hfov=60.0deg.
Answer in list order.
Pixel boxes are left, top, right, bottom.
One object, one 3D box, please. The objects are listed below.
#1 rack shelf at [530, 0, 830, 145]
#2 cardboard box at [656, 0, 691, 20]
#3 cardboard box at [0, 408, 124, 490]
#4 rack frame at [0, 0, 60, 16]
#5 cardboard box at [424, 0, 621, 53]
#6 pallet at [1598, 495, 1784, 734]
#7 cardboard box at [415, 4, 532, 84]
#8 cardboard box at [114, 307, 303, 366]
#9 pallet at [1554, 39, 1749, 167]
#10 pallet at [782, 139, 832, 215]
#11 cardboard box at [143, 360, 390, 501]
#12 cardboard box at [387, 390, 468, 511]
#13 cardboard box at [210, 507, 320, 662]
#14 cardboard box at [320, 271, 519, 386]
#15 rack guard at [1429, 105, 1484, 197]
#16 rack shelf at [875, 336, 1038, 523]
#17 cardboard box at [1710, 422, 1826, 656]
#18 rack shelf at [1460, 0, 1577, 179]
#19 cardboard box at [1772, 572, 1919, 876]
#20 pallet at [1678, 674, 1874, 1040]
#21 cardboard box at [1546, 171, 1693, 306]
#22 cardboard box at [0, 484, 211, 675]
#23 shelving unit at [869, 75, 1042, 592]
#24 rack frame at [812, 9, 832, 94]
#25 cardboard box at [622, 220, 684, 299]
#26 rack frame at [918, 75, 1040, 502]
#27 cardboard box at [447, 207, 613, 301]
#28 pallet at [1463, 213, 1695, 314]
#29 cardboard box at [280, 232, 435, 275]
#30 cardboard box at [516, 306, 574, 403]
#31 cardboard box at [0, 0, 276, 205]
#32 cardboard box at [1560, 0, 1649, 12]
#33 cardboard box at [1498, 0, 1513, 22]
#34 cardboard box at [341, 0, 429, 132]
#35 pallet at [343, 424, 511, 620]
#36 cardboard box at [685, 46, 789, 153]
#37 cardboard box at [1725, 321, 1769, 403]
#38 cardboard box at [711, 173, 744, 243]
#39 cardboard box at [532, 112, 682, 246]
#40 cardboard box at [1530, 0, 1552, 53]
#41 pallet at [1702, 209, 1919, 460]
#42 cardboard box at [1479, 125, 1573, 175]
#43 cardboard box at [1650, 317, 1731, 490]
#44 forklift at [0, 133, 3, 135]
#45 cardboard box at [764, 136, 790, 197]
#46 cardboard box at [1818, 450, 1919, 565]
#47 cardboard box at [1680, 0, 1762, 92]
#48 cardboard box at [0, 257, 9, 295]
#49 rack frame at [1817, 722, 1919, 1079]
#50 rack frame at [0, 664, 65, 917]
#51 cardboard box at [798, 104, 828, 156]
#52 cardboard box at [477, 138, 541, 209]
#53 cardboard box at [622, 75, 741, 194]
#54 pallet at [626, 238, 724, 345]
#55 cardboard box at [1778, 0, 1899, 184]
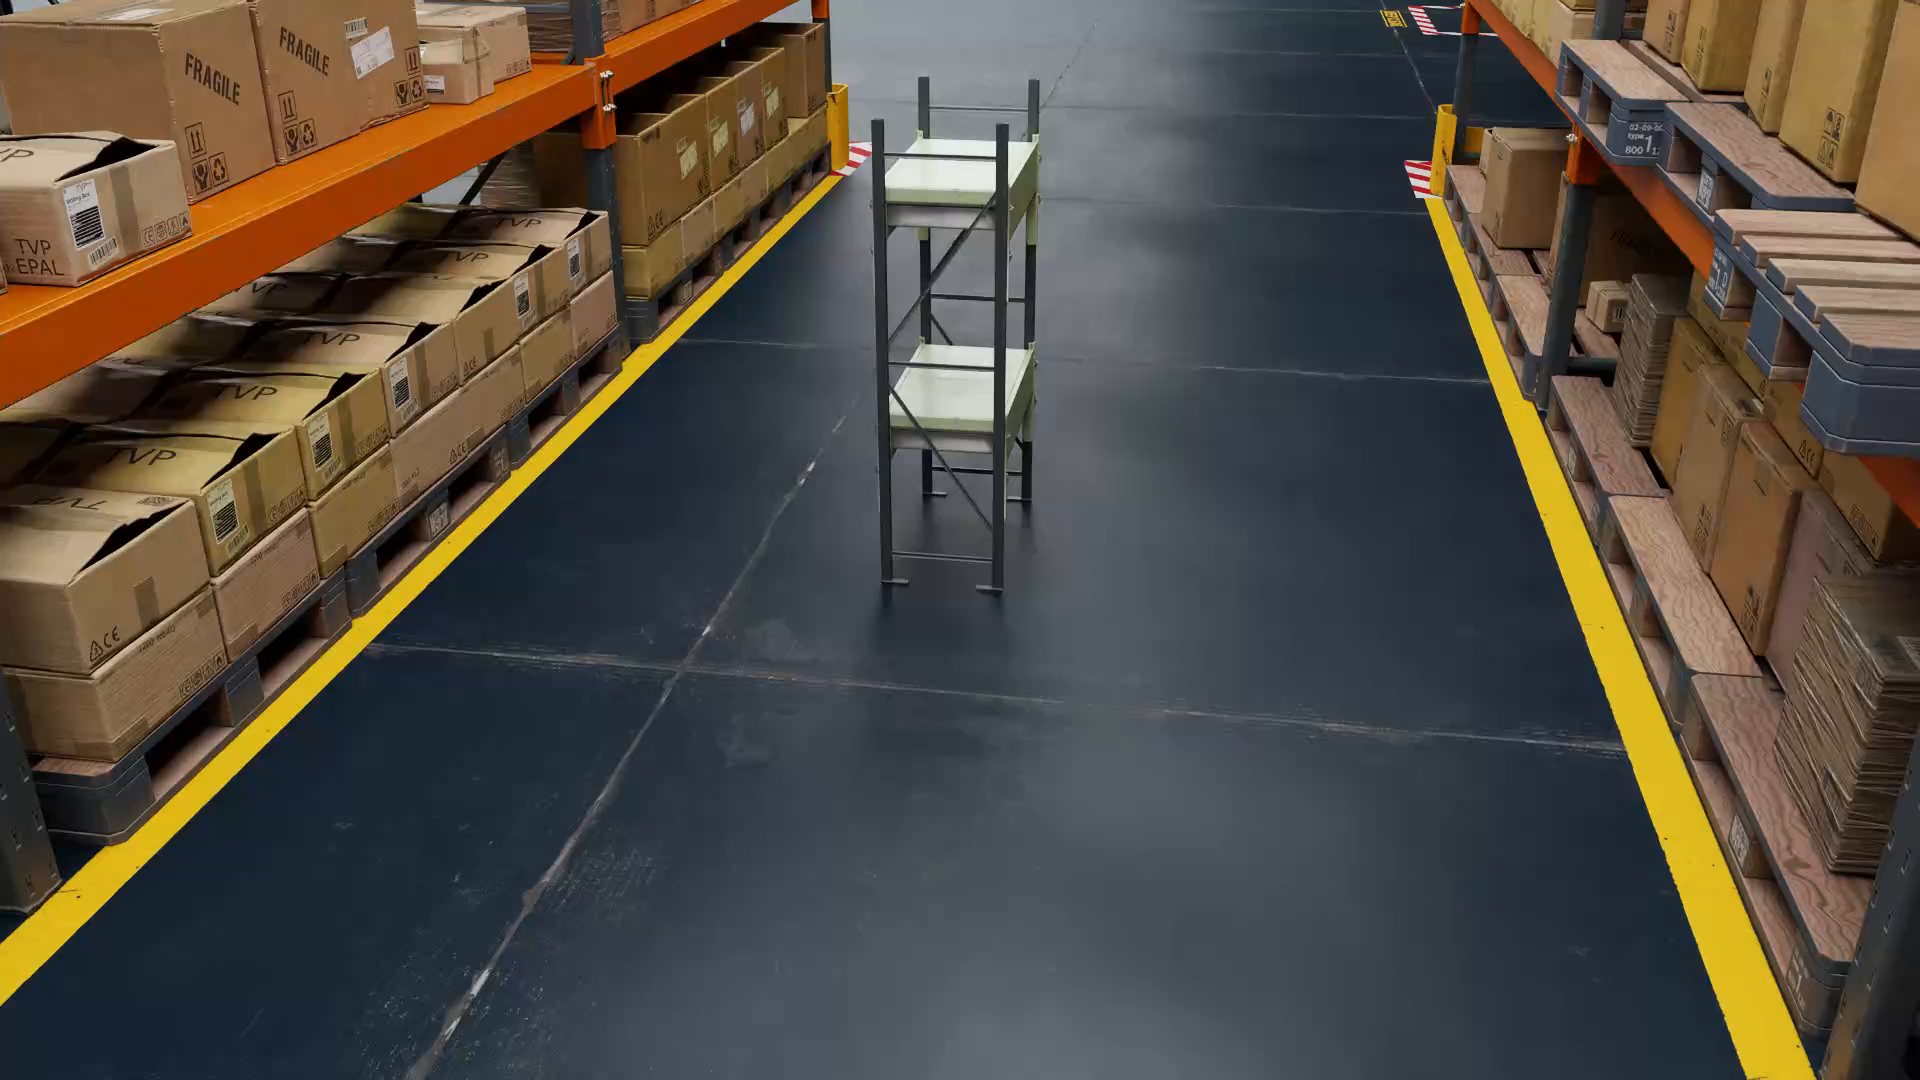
[{"bbox_3d":[-1.670,-2.725,8.881,1.077,0.370,4.000,4,25,9],"label":"rack shelf"},{"bbox_3d":[-1.764,-2.876,8.238,0.700,0.500,0.500,4,25,9],"label":"cardboard box"},{"bbox_3d":[-2.729,-0.194,4.712,0.500,0.311,0.500,4,25,8],"label":"cardboard box"},{"bbox_3d":[-6.229,-4.232,11.252,1.000,3.000,0.127,4,25,9],"label":"rack frame"},{"bbox_3d":[-1.930,-2.445,7.318,0.700,0.500,0.500,3,25,7],"label":"cardboard box"},{"bbox_3d":[2.568,0.228,5.013,1.003,0.211,1.213,4,25,9],"label":"pallet"},{"bbox_3d":[-2.034,-1.937,6.527,0.500,0.250,0.500,6,26,12],"label":"cardboard box"},{"bbox_3d":[-2.560,-0.614,5.610,0.500,0.311,0.500,5,25,10],"label":"cardboard box"},{"bbox_3d":[2.623,-1.476,5.591,1.003,0.211,1.213,4,25,9],"label":"pallet"},{"bbox_3d":[-1.426,-2.301,10.417,1.003,0.211,1.213,4,25,9],"label":"pallet"},{"bbox_3d":[-2.112,-0.372,5.093,0.500,0.311,0.500,3,25,7],"label":"cardboard box"},{"bbox_3d":[-2.030,-0.327,5.658,0.500,0.250,0.500,5,25,10],"label":"cardboard box"},{"bbox_3d":[-2.194,0.105,4.735,0.500,0.250,0.500,3,25,7],"label":"cardboard box"},{"bbox_3d":[-1.943,-0.797,6.001,0.500,0.311,0.500,4,25,8],"label":"cardboard box"},{"bbox_3d":[3.533,-2.381,10.248,1.175,0.500,0.348,4,25,9],"label":"rack guard"},{"bbox_3d":[0.001,-0.387,5.576,0.431,0.370,0.720,4,25,9],"label":"rack shelf"},{"bbox_3d":[2.556,0.012,4.616,0.700,0.500,0.500,4,25,8],"label":"cardboard box"},{"bbox_3d":[3.218,-2.383,8.151,1.077,0.370,4.000,4,25,9],"label":"rack shelf"},{"bbox_3d":[2.304,0.429,3.725,0.700,0.500,0.500,4,25,9],"label":"cardboard box"},{"bbox_3d":[2.367,0.737,3.927,1.003,0.211,1.213,4,25,9],"label":"pallet"},{"bbox_3d":[3.021,-1.376,7.581,0.500,0.500,0.500,2,25,5],"label":"cardboard box"},{"bbox_3d":[-2.275,0.062,4.167,0.500,0.311,0.500,5,26,10],"label":"cardboard box"},{"bbox_3d":[0.001,-0.682,5.438,0.431,1.500,0.755,4,25,9],"label":"shelving unit"},{"bbox_3d":[-1.343,-3.887,10.515,1.000,3.000,0.127,4,25,9],"label":"rack frame"},{"bbox_3d":[-1.622,-1.332,7.805,0.500,0.250,0.500,4,25,9],"label":"cardboard box"},{"bbox_3d":[0.061,-0.835,5.765,0.400,1.500,0.023,4,25,9],"label":"rack frame"},{"bbox_3d":[-1.780,-1.223,6.912,0.500,0.311,0.500,4,25,9],"label":"cardboard box"},{"bbox_3d":[3.163,-1.404,8.501,1.003,0.211,1.213,4,25,9],"label":"pallet"},{"bbox_3d":[-2.397,-1.048,6.537,0.500,0.311,0.500,4,25,8],"label":"cardboard box"},{"bbox_3d":[-1.863,-0.754,6.570,0.500,0.250,0.500,4,25,8],"label":"cardboard box"},{"bbox_3d":[-2.392,-1.289,4.848,0.500,0.500,0.500,3,25,6],"label":"cardboard box"},{"bbox_3d":[2.663,-2.372,6.548,0.500,0.500,0.500,4,25,8],"label":"cardboard box"},{"bbox_3d":[2.907,-2.662,8.052,0.500,0.250,0.500,4,25,9],"label":"cardboard box"},{"bbox_3d":[-2.224,-1.719,5.766,0.500,0.500,0.500,6,26,12],"label":"cardboard box"},{"bbox_3d":[-2.275,-0.128,5.775,1.003,0.211,1.213,4,25,9],"label":"pallet"},{"bbox_3d":[-1.286,-2.507,9.431,0.500,0.500,0.500,4,25,9],"label":"cardboard box"},{"bbox_3d":[2.637,-0.568,4.970,0.500,0.250,0.500,3,25,7],"label":"cardboard box"},{"bbox_3d":[-1.448,-1.749,8.697,0.500,0.250,0.500,4,25,9],"label":"cardboard box"},{"bbox_3d":[-1.612,-1.671,7.644,0.500,0.500,0.500,4,25,9],"label":"cardboard box"},{"bbox_3d":[2.759,-2.240,7.151,0.500,0.250,0.500,4,25,9],"label":"cardboard box"},{"bbox_3d":[2.249,-0.418,3.331,1.213,0.211,1.003,4,25,9],"label":"pallet"},{"bbox_3d":[3.343,-2.243,9.657,0.500,0.311,0.500,1,25,3],"label":"cardboard box"},{"bbox_3d":[2.752,-0.411,5.519,0.700,0.500,0.500,4,25,7],"label":"cardboard box"},{"bbox_3d":[-4.611,-1.455,5.401,1.130,2.935,3.031,4,25,8],"label":"forklift"},{"bbox_3d":[-1.289,-2.168,9.591,0.500,0.250,0.500,4,25,9],"label":"cardboard box"},{"bbox_3d":[2.459,-0.145,4.066,0.500,0.250,0.500,4,25,10],"label":"cardboard box"},{"bbox_3d":[2.676,-1.673,5.149,0.700,0.500,0.500,7,26,14],"label":"cardboard box"},{"bbox_3d":[-2.548,-0.650,3.705,0.500,0.311,0.500,6,26,12],"label":"cardboard box"},{"bbox_3d":[2.238,-0.199,2.637,1.000,3.000,0.127,4,25,9],"label":"rack frame"},{"bbox_3d":[-2.650,-0.541,3.367,1.000,3.000,0.127,4,25,9],"label":"rack frame"},{"bbox_3d":[-1.139,-2.587,10.486,0.500,0.250,0.500,4,25,9],"label":"cardboard box"},{"bbox_3d":[-2.043,-1.916,8.168,0.500,0.500,0.500,4,25,9],"label":"cardboard box"},{"bbox_3d":[-1.448,-2.089,8.538,0.500,0.500,0.500,4,25,9],"label":"cardboard box"},{"bbox_3d":[-1.825,-1.281,8.237,1.003,0.211,1.213,4,25,9],"label":"pallet"},{"bbox_3d":[2.486,-1.164,4.061,0.700,0.500,0.500,4,25,9],"label":"cardboard box"}]
